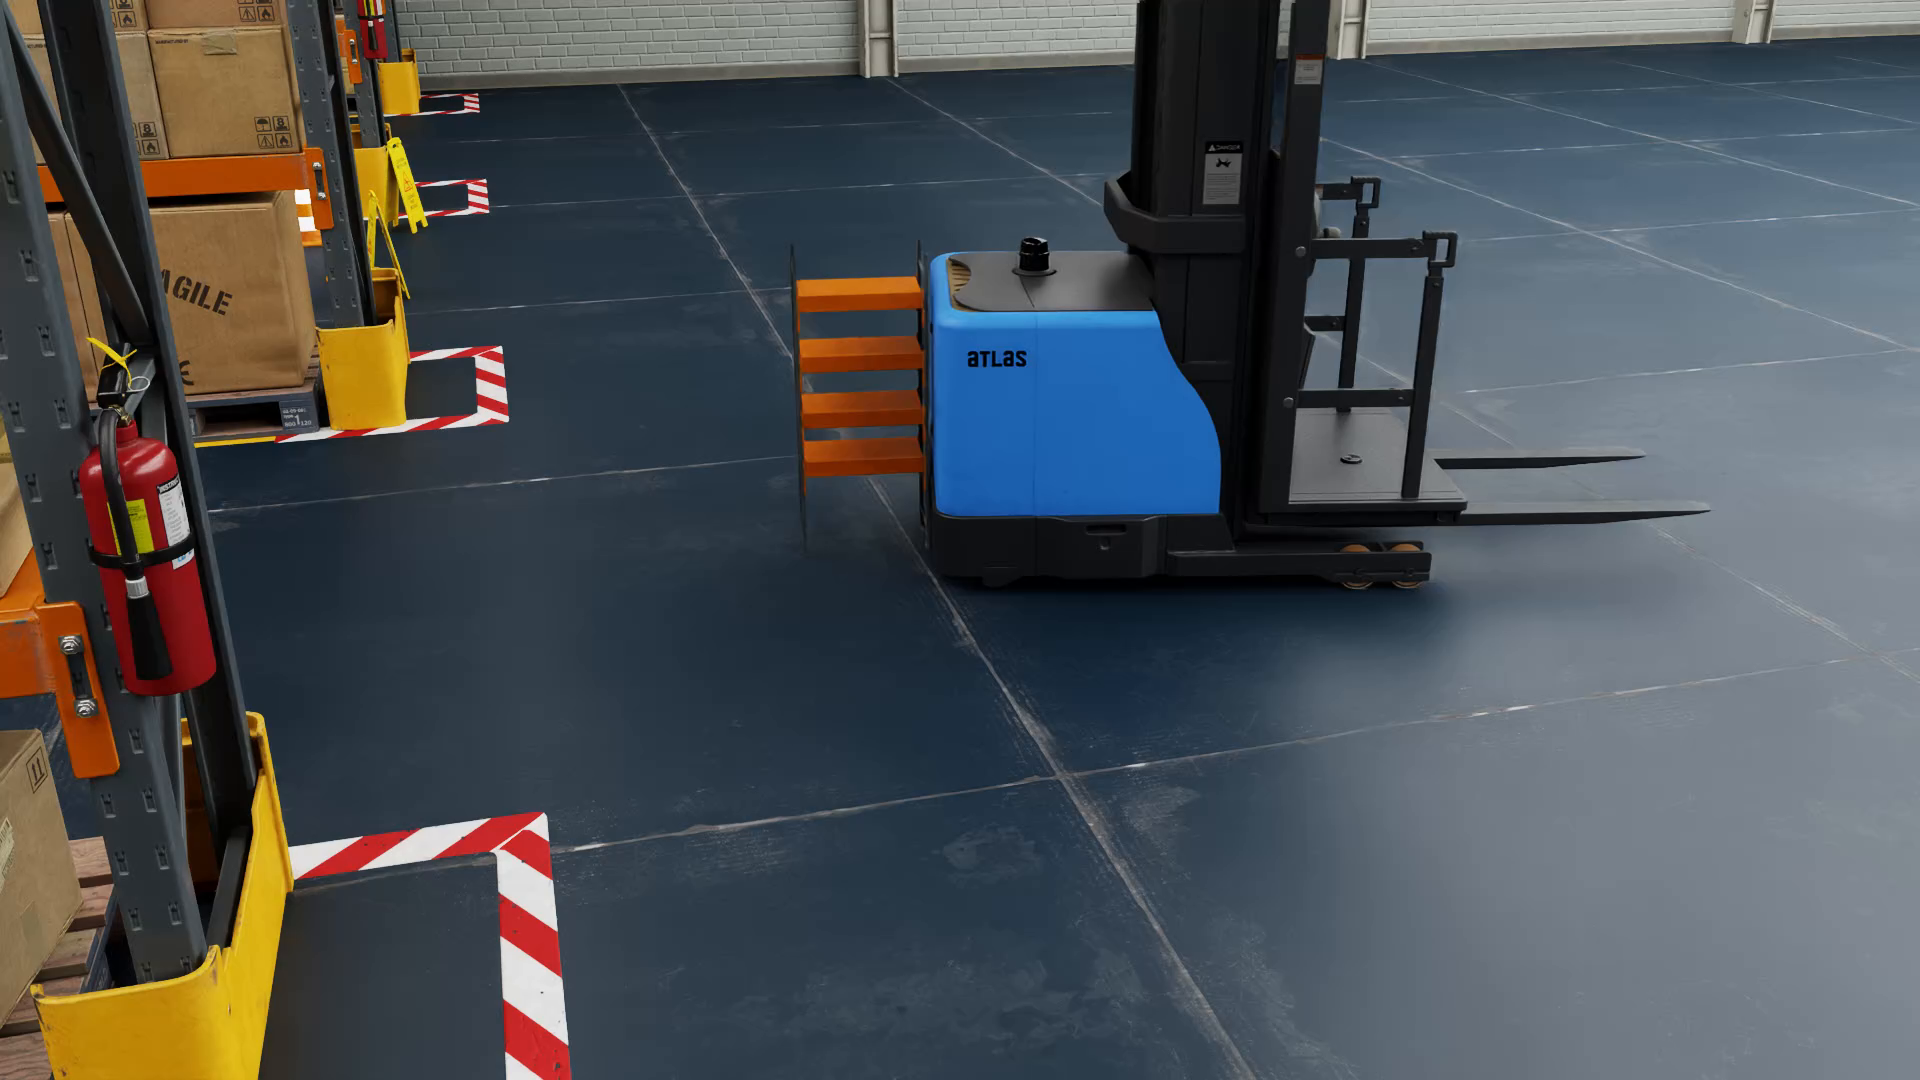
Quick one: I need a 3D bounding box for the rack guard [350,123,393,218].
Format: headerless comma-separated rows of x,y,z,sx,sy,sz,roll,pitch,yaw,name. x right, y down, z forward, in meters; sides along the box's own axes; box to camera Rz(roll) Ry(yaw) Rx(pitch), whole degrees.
-4.535,-2.843,12.741,0.348,0.500,1.175,-6,24,-14,rack guard

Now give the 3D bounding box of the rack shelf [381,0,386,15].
-7.732,-5.340,16.303,4.000,0.370,1.077,-6,24,-14,rack shelf

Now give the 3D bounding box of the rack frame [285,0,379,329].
-3.027,-2.131,7.912,0.127,3.000,1.000,-6,24,-14,rack frame

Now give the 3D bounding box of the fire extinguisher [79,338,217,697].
-1.550,-0.039,3.134,0.183,0.674,0.296,-6,24,-14,fire extinguisher

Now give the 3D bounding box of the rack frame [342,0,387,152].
-4.462,-3.999,12.267,0.127,3.000,1.000,-6,24,-14,rack frame

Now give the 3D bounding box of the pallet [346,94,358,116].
-6.531,-4.505,16.981,1.213,0.211,1.003,-6,24,-14,pallet

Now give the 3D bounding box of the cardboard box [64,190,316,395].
-3.663,-1.250,8.021,0.875,0.875,0.875,-6,24,-14,cardboard box

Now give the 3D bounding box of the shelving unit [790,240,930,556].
-0.386,-0.546,6.500,0.503,1.200,0.258,-3,23,-7,shelving unit

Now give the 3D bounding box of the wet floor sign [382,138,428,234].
-3.990,-2.531,11.831,0.232,0.644,0.267,2,23,4,wet floor sign

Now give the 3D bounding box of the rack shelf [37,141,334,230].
-4.953,-1.587,7.557,4.000,0.370,1.077,-6,24,-14,rack shelf

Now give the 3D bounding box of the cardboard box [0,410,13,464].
-2.124,-0.182,3.688,0.250,0.149,0.380,-6,24,-14,cardboard box

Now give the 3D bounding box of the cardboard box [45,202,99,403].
-4.509,-1.156,7.801,0.875,0.875,0.875,-7,24,-15,cardboard box

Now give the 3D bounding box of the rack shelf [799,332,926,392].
-0.386,-0.689,6.438,0.480,0.148,0.258,-3,23,-7,rack shelf

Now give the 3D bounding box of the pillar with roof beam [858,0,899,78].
0.220,-7.913,13.780,0.400,9.000,9.100,-6,24,-14,pillar with roof beam

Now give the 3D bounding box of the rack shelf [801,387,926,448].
-0.386,-0.484,6.527,0.480,0.148,0.258,-3,23,-7,rack shelf

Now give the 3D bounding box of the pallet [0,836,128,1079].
-2.650,1.126,3.859,1.213,0.211,1.003,-6,24,-14,pallet

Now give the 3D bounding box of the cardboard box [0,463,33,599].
-2.004,-0.013,3.294,0.250,0.149,0.380,-6,24,-14,cardboard box

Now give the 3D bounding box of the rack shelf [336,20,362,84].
-6.388,-3.456,11.912,4.000,0.370,1.077,-6,24,-14,rack shelf

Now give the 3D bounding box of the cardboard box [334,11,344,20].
-6.165,-5.105,16.530,0.500,0.250,0.500,-5,24,-13,cardboard box

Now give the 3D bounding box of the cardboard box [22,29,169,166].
-3.896,-2.076,7.594,0.550,0.550,0.875,-6,24,-14,cardboard box

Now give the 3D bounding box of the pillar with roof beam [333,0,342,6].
-5.557,-7.274,12.290,0.400,9.000,9.100,-6,24,-14,pillar with roof beam

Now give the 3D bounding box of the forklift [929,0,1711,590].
1.396,-1.368,6.221,3.031,2.935,1.130,-1,23,-2,forklift

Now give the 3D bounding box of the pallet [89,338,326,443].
-3.776,-0.735,8.194,1.213,0.211,1.003,-6,24,-14,pallet

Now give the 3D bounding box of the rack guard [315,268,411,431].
-3.004,-0.985,8.411,0.348,0.500,1.175,-6,24,-14,rack guard

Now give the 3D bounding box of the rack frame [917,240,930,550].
-0.144,-0.558,6.528,0.015,1.200,0.240,-3,23,-7,rack frame

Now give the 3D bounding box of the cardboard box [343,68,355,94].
-6.173,-4.643,16.721,0.500,0.250,0.500,-6,24,-14,cardboard box

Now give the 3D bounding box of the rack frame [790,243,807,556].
-0.628,-0.534,6.472,0.015,1.200,0.240,-3,23,-7,rack frame

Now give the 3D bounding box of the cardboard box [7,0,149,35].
-3.900,-2.578,7.394,0.550,0.550,0.875,-6,24,-14,cardboard box

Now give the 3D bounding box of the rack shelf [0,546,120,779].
-3.711,0.307,3.144,4.000,0.370,1.077,-6,24,-14,rack shelf

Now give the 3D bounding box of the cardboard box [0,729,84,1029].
-2.391,0.779,3.768,0.500,0.500,0.500,-2,23,-5,cardboard box

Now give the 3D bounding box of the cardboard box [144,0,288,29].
-3.395,-2.671,7.612,0.550,0.550,0.875,-6,24,-14,cardboard box

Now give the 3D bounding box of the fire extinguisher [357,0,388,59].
-4.227,-3.801,11.903,0.183,0.674,0.296,-6,24,-14,fire extinguisher

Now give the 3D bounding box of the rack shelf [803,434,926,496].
-0.386,-0.301,6.605,0.480,0.148,0.258,-3,23,-7,rack shelf

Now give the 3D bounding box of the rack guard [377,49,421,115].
-5.783,-4.737,17.157,0.348,0.500,1.175,-6,24,-14,rack guard

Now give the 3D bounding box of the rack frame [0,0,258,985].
-1.785,-0.237,3.498,0.127,3.000,1.000,-6,24,-14,rack frame

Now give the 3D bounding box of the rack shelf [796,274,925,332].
-0.386,-0.907,6.345,0.480,0.148,0.258,-3,23,-7,rack shelf

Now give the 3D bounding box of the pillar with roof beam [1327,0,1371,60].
5.997,-8.552,15.269,0.400,9.000,9.100,-6,24,-14,pillar with roof beam

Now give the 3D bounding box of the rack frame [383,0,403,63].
-5.806,-5.884,16.658,0.127,3.000,1.000,-6,24,-14,rack frame

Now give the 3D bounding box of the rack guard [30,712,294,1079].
-1.858,0.920,3.972,0.348,0.500,1.175,-6,24,-14,rack guard

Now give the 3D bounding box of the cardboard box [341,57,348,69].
-6.191,-4.872,16.621,0.500,0.250,0.500,-7,24,-15,cardboard box

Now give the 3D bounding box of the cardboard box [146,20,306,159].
-3.373,-2.143,7.750,0.550,0.550,0.875,-6,24,-14,cardboard box

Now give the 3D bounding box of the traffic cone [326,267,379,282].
-3.900,-1.913,10.621,0.334,0.463,0.336,-6,24,-14,traffic cone

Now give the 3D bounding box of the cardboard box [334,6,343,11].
-6.320,-5.293,16.968,0.500,0.250,0.500,-7,24,-15,cardboard box

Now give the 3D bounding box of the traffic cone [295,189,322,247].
-4.527,-2.298,11.519,0.334,0.463,0.336,-6,24,-14,traffic cone

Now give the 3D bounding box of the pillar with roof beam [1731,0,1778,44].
11.774,-9.191,16.759,0.400,9.000,9.100,-6,24,-14,pillar with roof beam

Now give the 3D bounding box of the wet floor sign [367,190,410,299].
-3.534,-1.804,10.135,0.232,0.644,0.267,-11,25,-23,wet floor sign
